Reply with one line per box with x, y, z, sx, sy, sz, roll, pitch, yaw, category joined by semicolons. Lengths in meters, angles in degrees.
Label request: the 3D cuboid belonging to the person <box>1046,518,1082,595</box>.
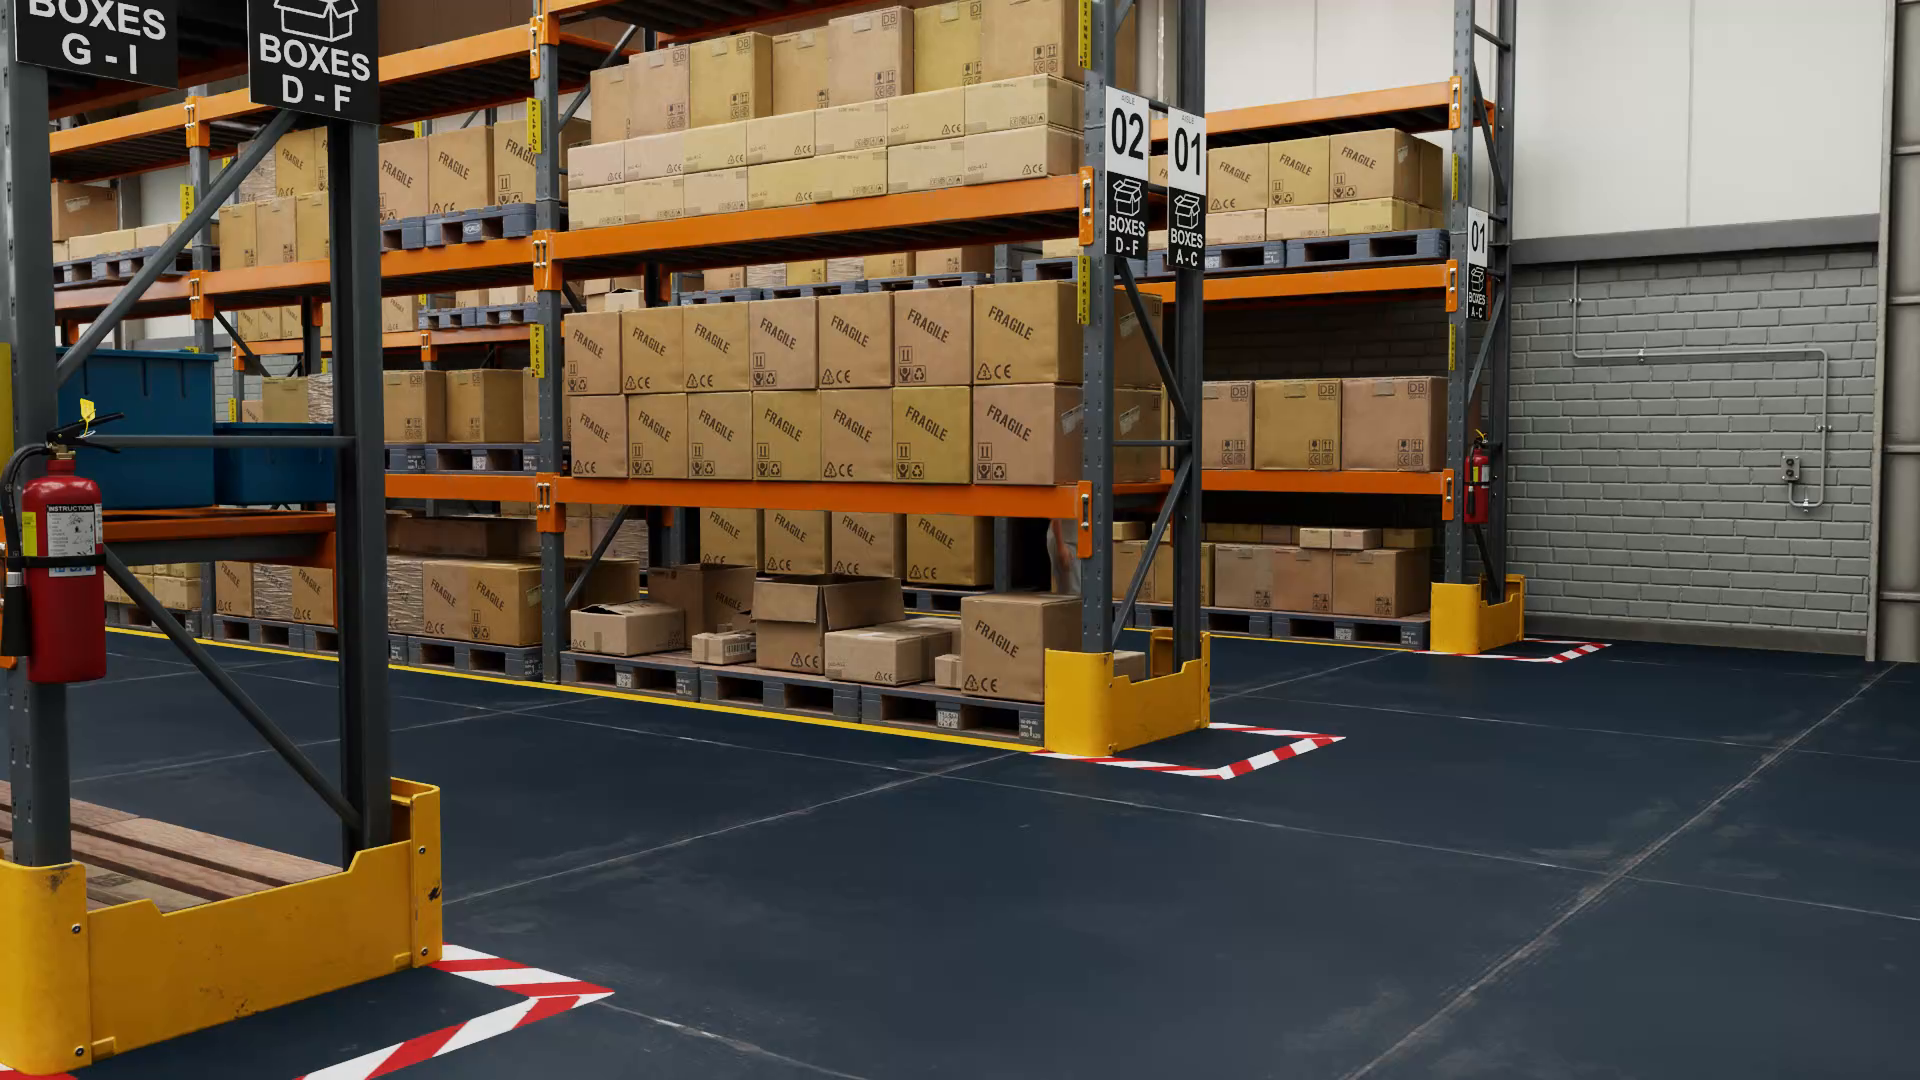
0.698;0.033;10.815;0.449;1.654;0.557;-3;4;-41;person
